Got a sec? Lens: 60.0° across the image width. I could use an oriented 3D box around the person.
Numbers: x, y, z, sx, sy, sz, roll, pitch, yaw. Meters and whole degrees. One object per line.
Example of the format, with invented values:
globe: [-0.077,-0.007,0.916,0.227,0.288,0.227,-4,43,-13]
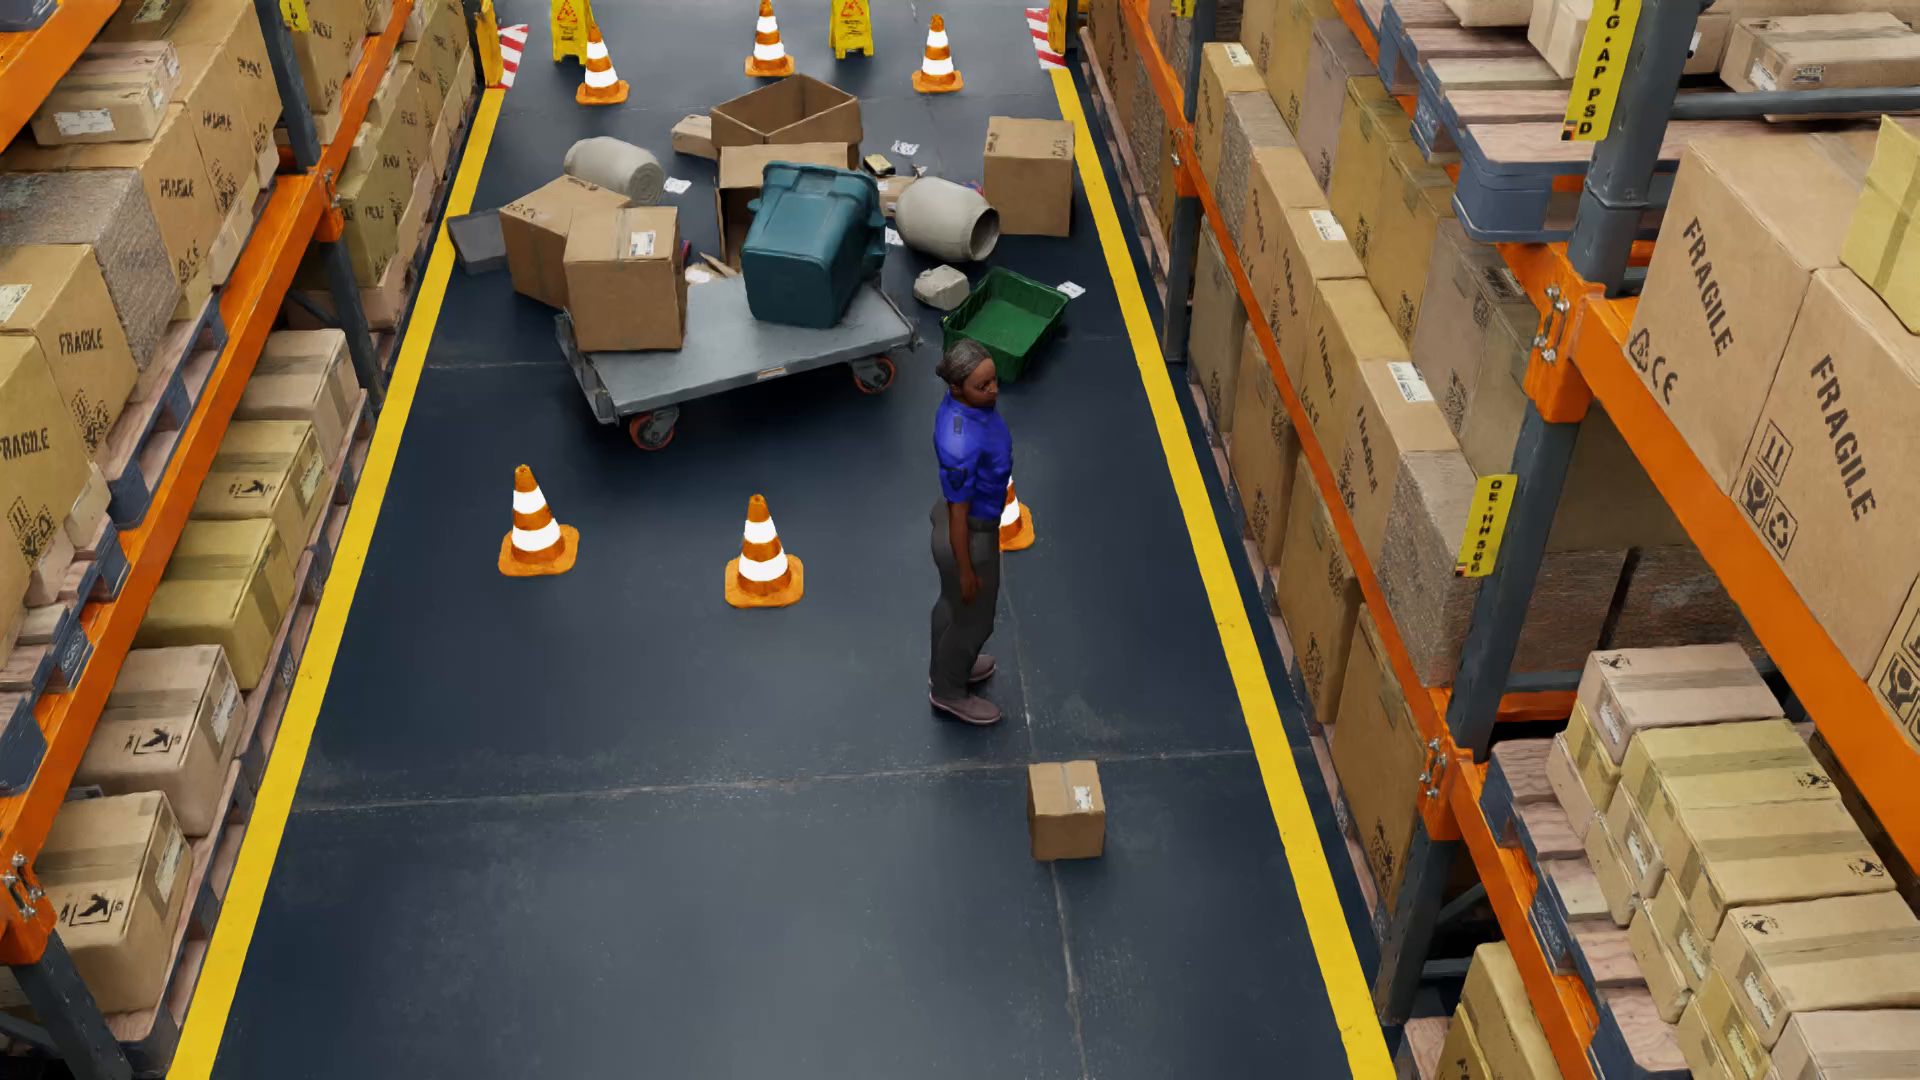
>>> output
person: [0.022,-0.038,6.186,0.295,1.666,0.565,0,39,0]
